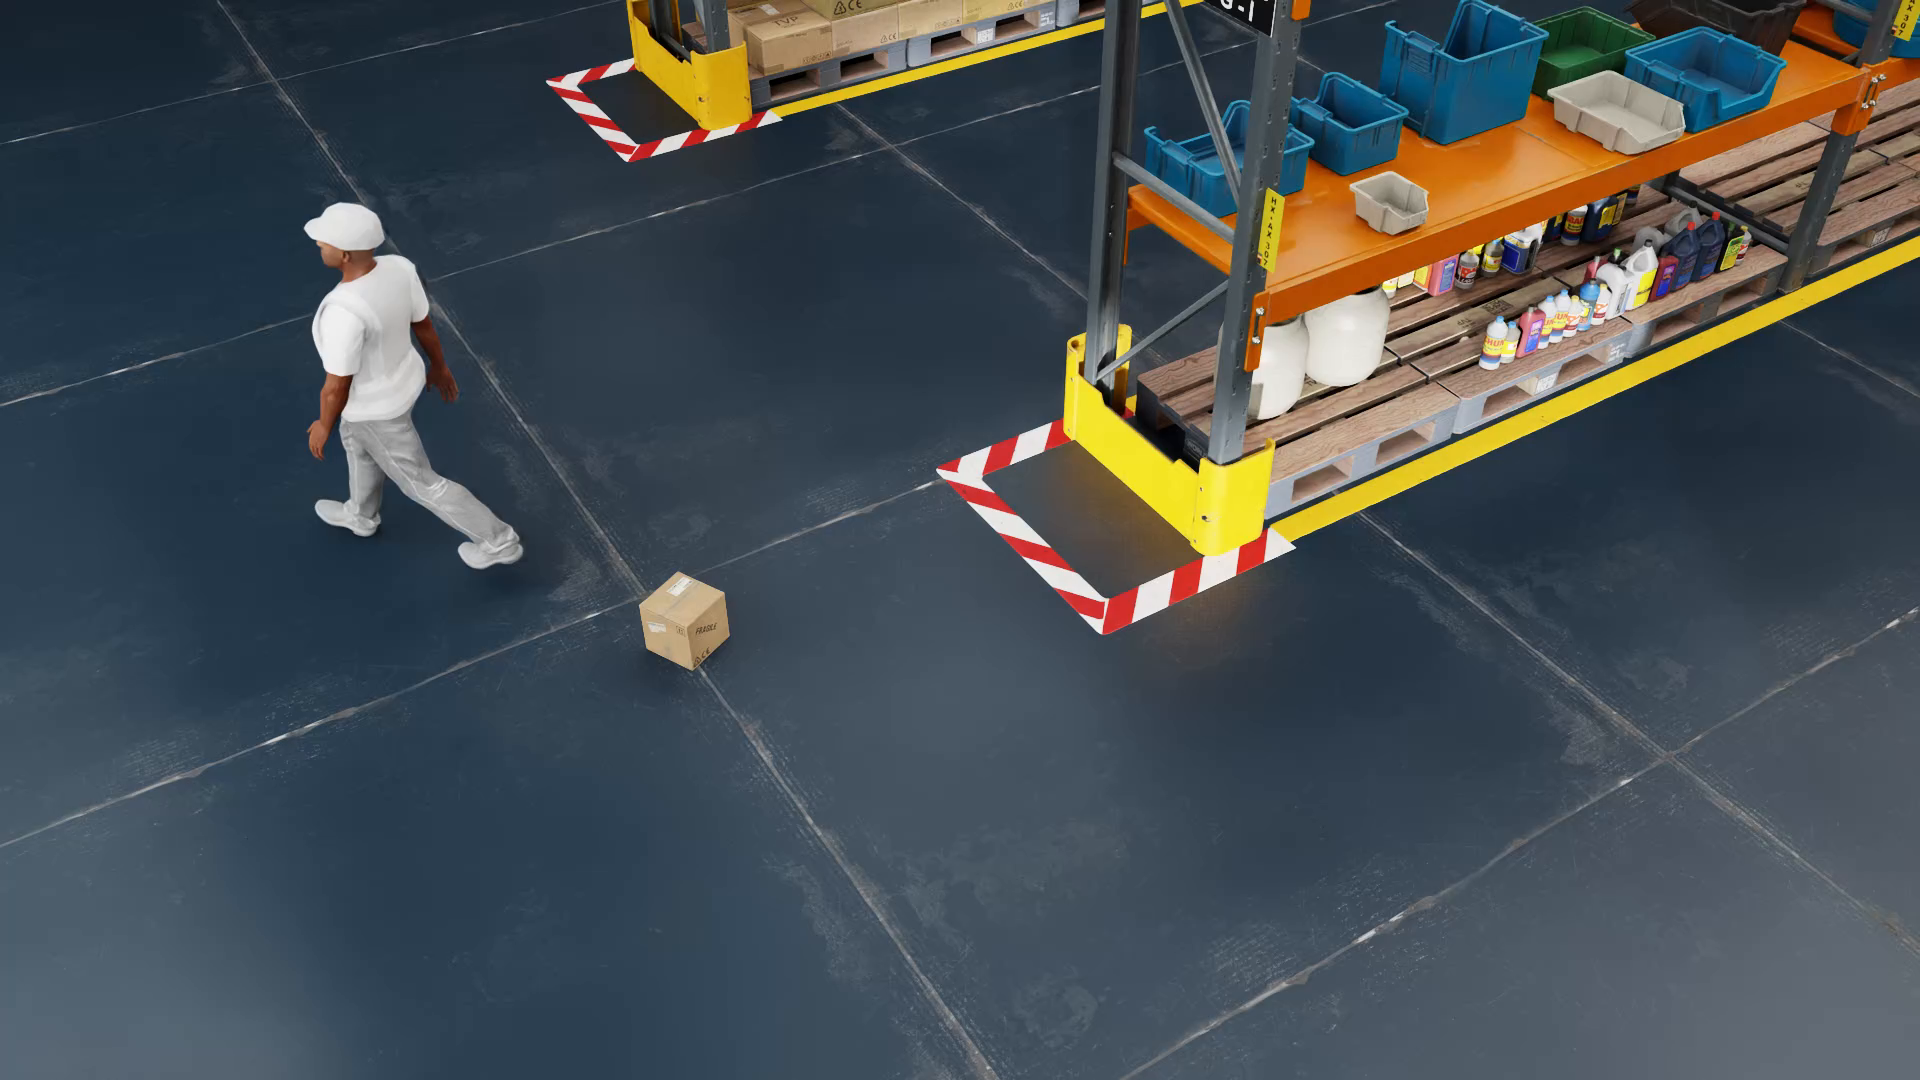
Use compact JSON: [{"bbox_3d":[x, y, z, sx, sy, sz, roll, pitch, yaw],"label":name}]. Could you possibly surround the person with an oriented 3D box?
[{"bbox_3d":[-2.407,-0.608,6.862,1.069,1.720,0.602,5,41,6],"label":"person"}]
